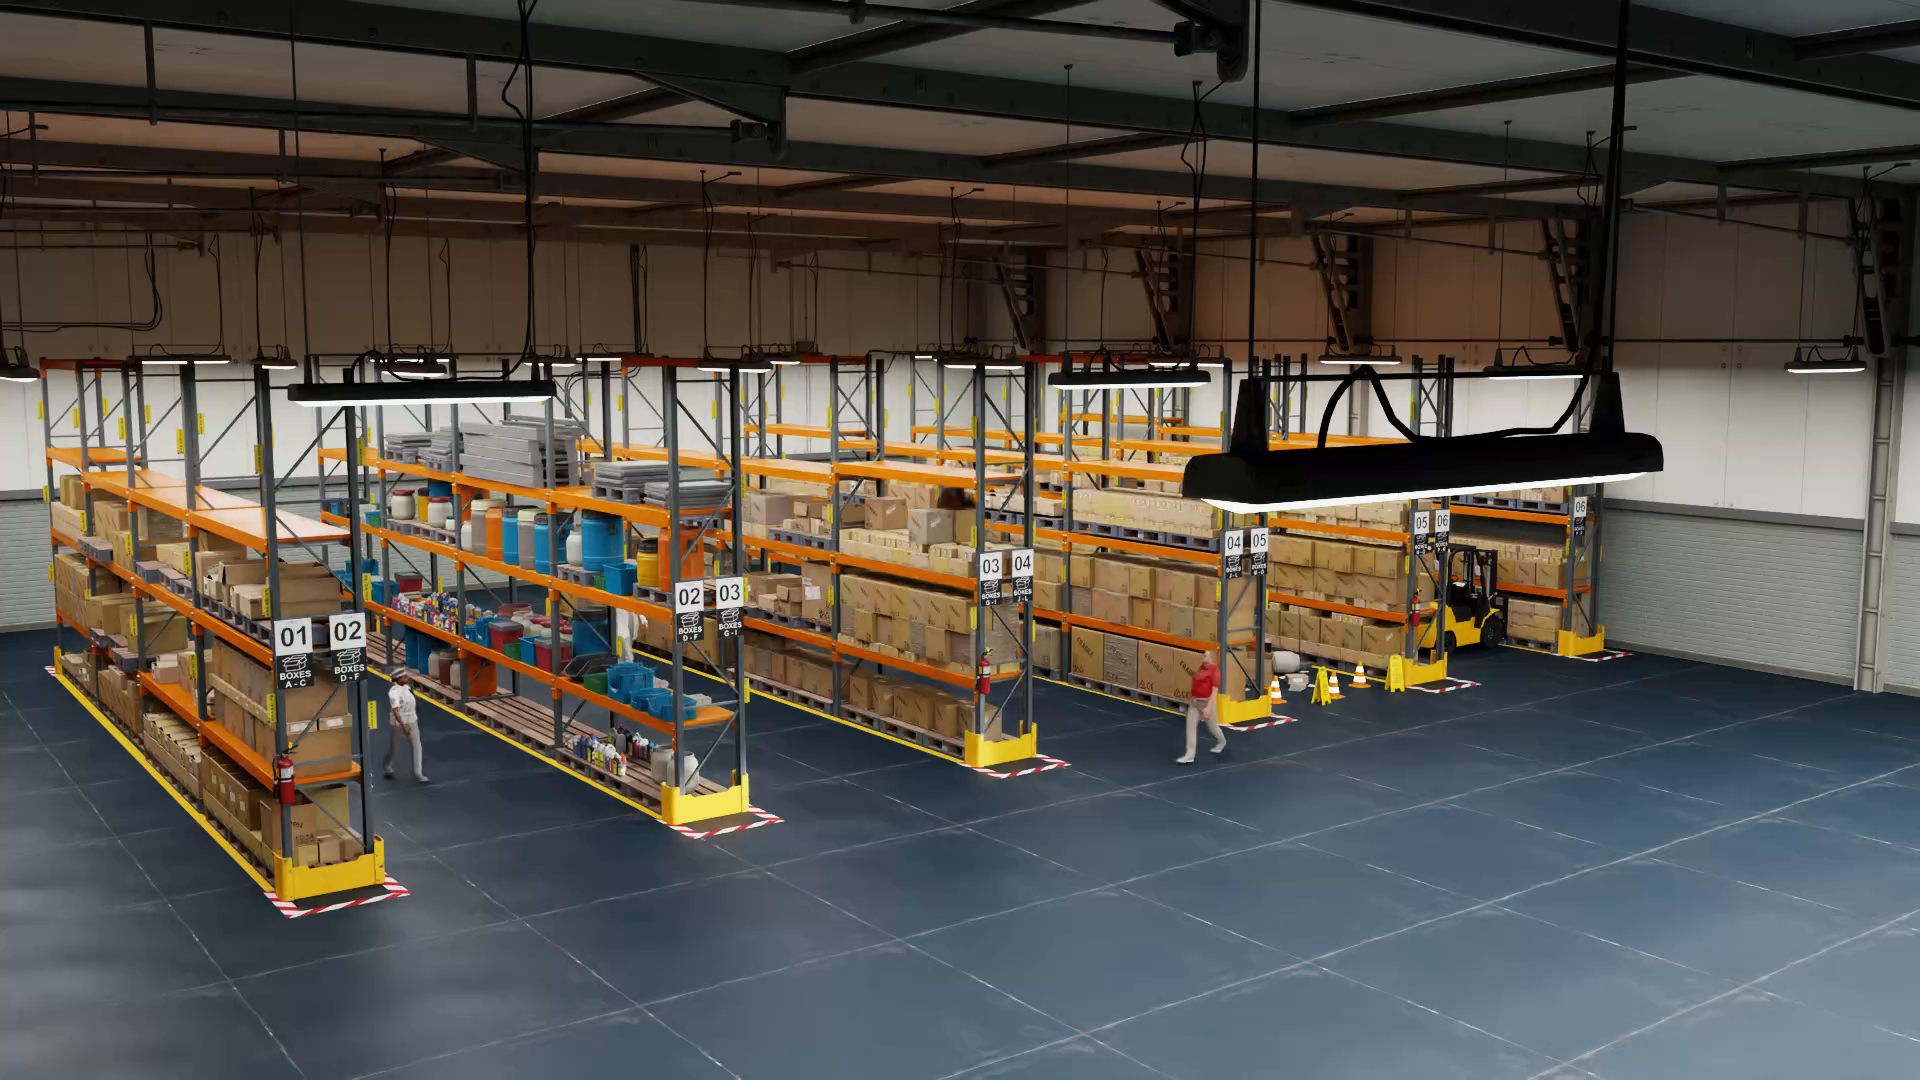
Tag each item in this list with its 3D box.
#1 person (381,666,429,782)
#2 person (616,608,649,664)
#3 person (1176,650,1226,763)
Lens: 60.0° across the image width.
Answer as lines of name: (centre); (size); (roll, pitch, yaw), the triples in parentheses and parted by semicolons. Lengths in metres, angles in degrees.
person: (-8.032, 2.640, 24.007); (0.428, 1.648, 0.964); (-7, 9, -43)
person: (-6.288, 1.641, 31.679); (0.660, 1.716, 1.104); (-5, 9, -38)
person: (3.687, 2.495, 25.081); (0.517, 1.670, 0.974); (4, 8, 31)
